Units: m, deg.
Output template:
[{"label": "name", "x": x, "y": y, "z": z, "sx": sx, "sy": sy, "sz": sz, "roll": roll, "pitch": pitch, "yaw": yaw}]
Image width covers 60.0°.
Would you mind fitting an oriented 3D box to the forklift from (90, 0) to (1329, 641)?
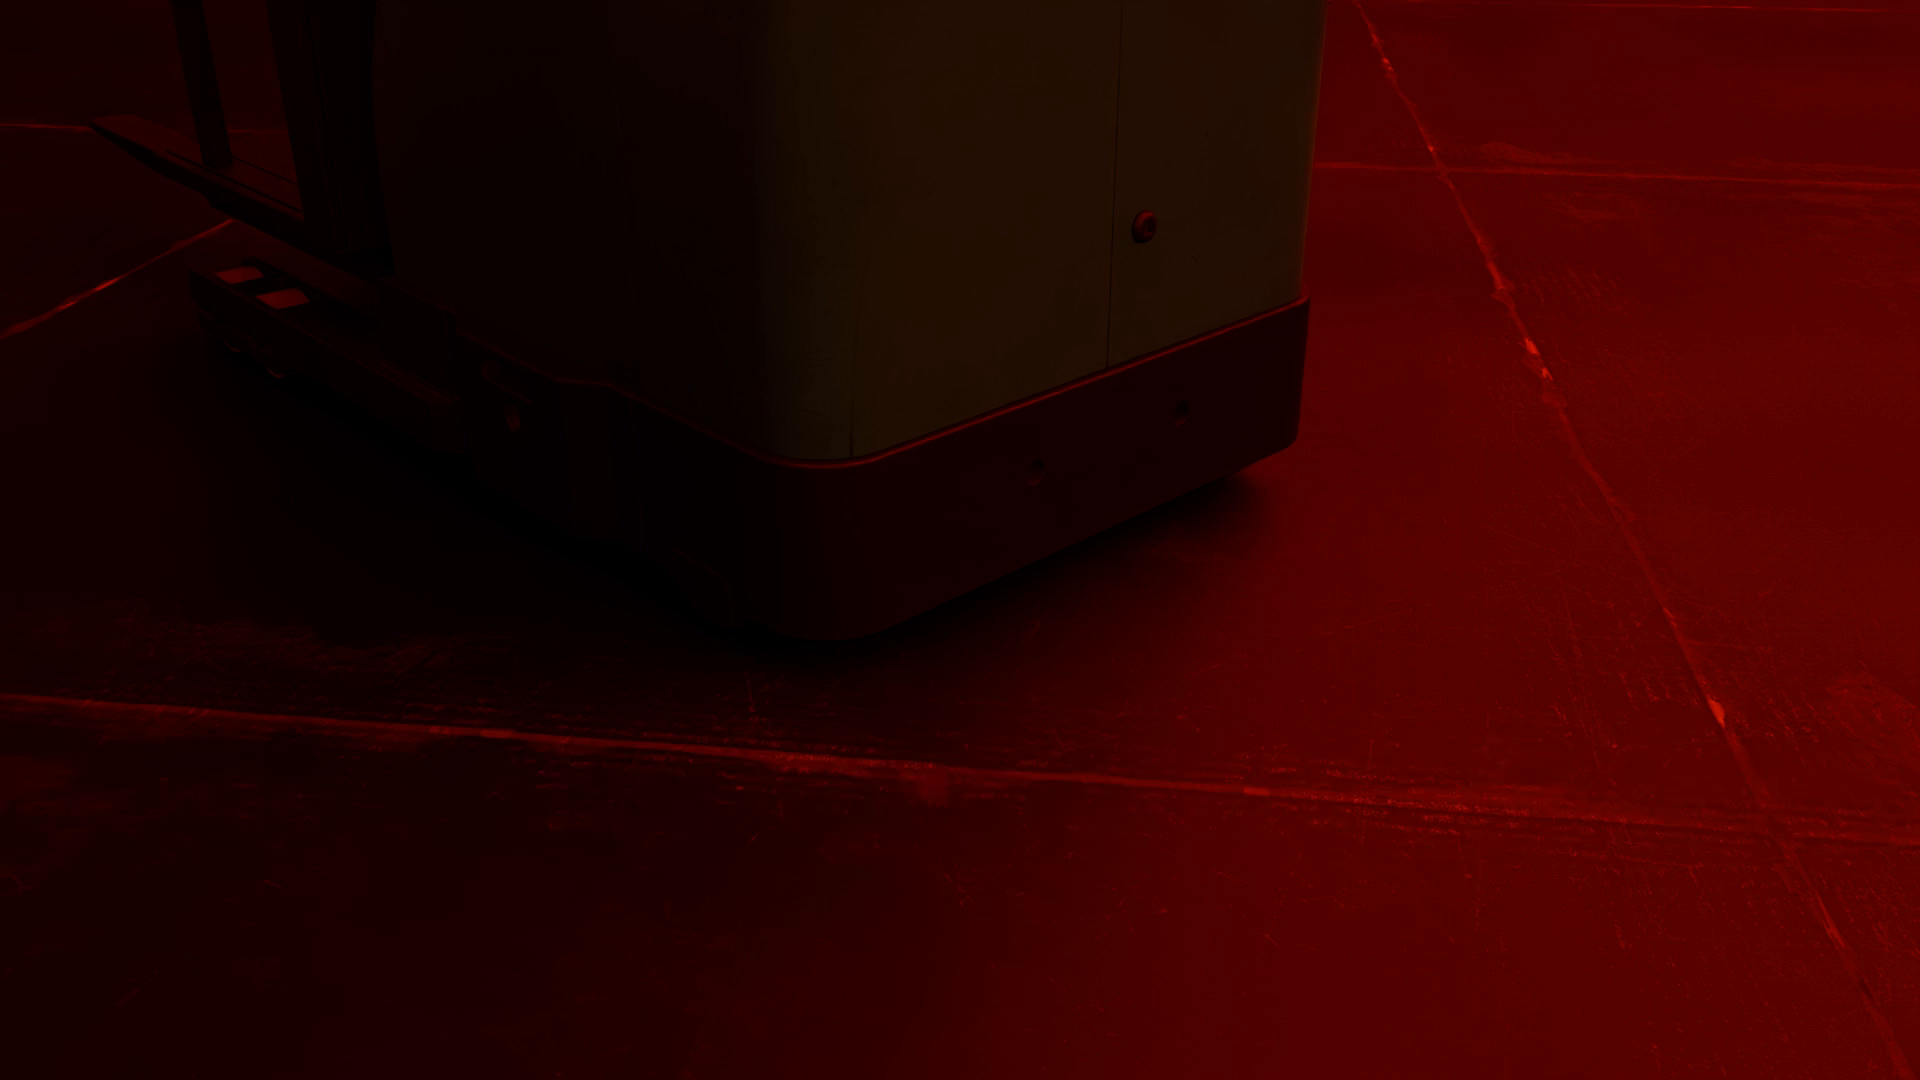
[{"label": "forklift", "x": -0.835, "y": -1.751, "z": 2.727, "sx": 1.130, "sy": 2.935, "sz": 3.031, "roll": -23, "pitch": 35, "yaw": -38}]
